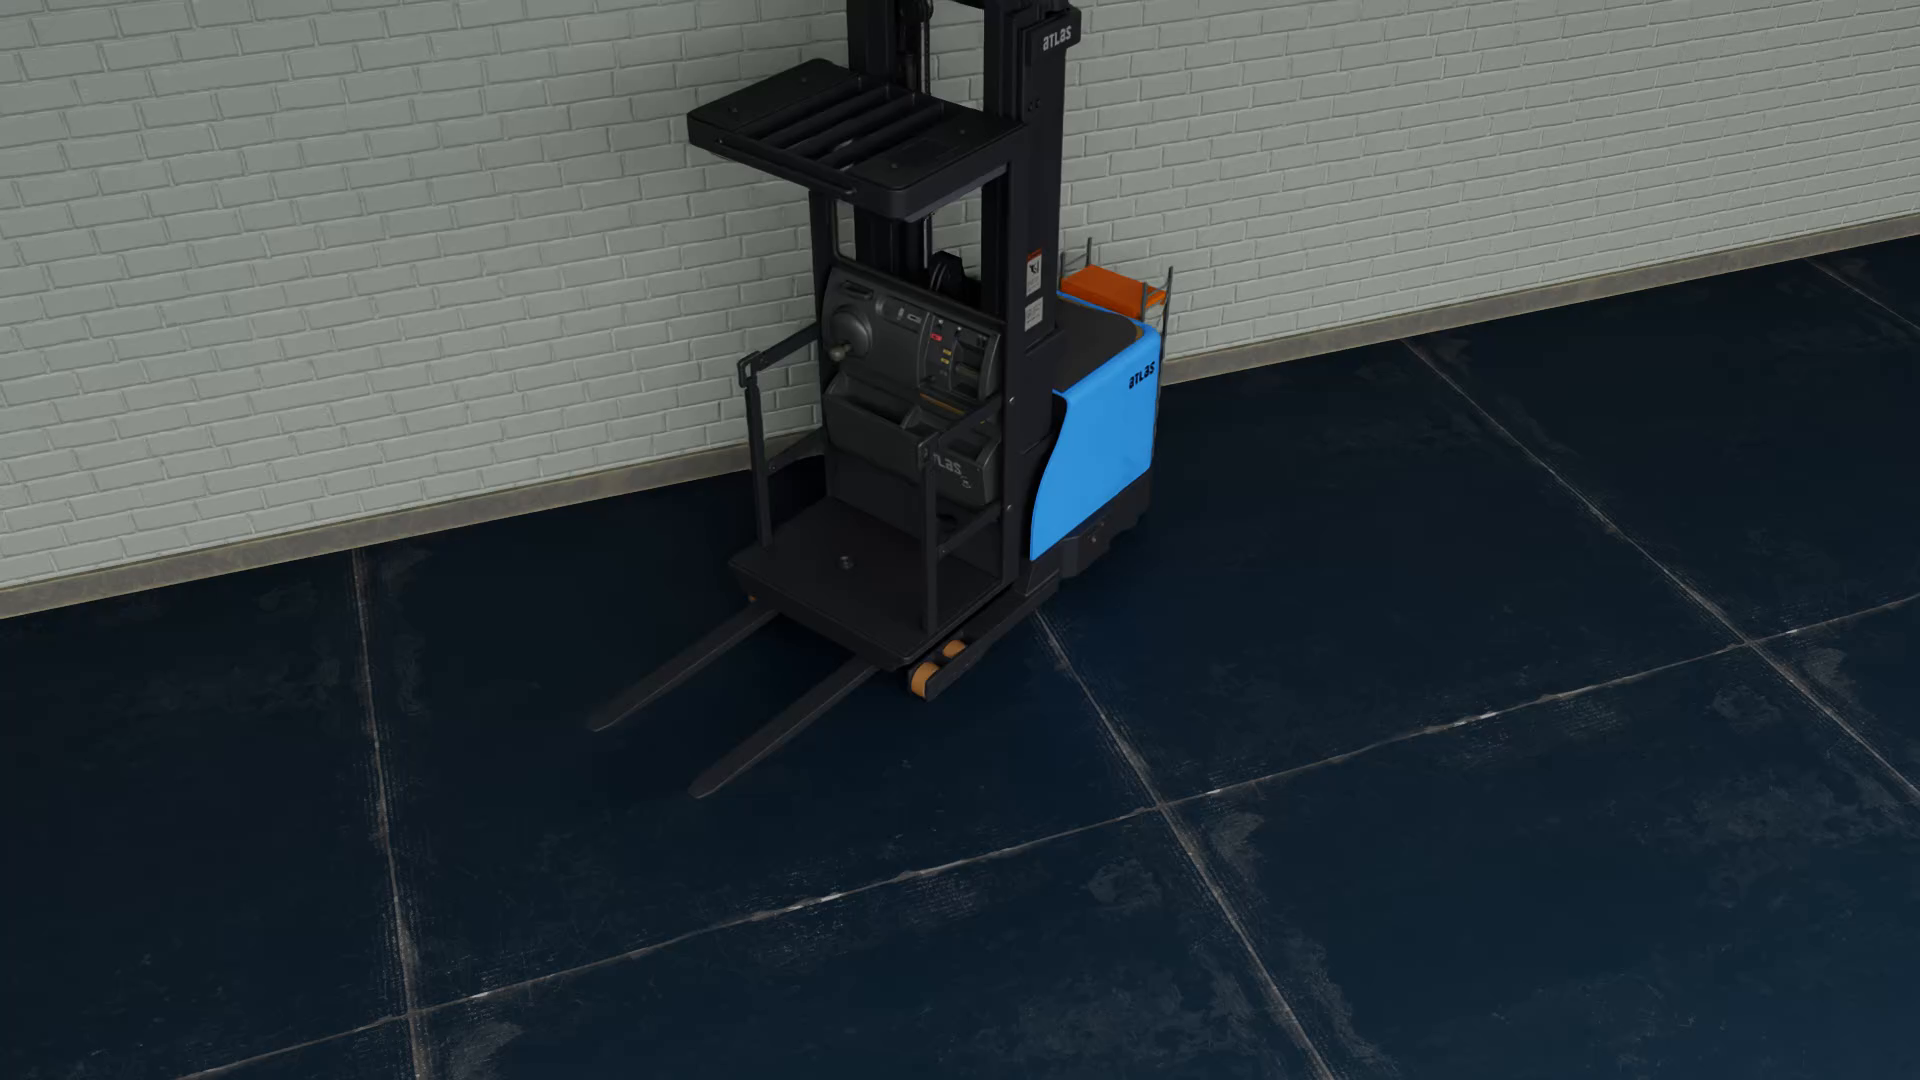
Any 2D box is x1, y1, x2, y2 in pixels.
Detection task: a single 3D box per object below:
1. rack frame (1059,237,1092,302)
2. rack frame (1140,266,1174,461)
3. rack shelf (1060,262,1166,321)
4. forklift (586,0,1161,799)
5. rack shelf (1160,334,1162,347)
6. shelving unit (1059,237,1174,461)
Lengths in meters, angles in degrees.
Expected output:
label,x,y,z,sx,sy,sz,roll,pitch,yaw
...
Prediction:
label,x,y,z,sx,sy,sz,roll,pitch,yaw
rack frame,0.567,-0.976,8.601,0.015,1.200,0.240,27,42,31
rack frame,0.942,-0.788,8.352,0.015,1.200,0.240,27,42,31
rack shelf,0.763,-1.202,8.248,0.480,0.148,0.258,27,42,31
forklift,-0.349,-0.804,6.941,1.130,2.935,3.031,26,44,30
rack shelf,0.758,-1.009,8.385,0.480,0.148,0.258,27,42,31
shelving unit,0.755,-0.882,8.476,0.503,1.200,0.258,27,42,31
